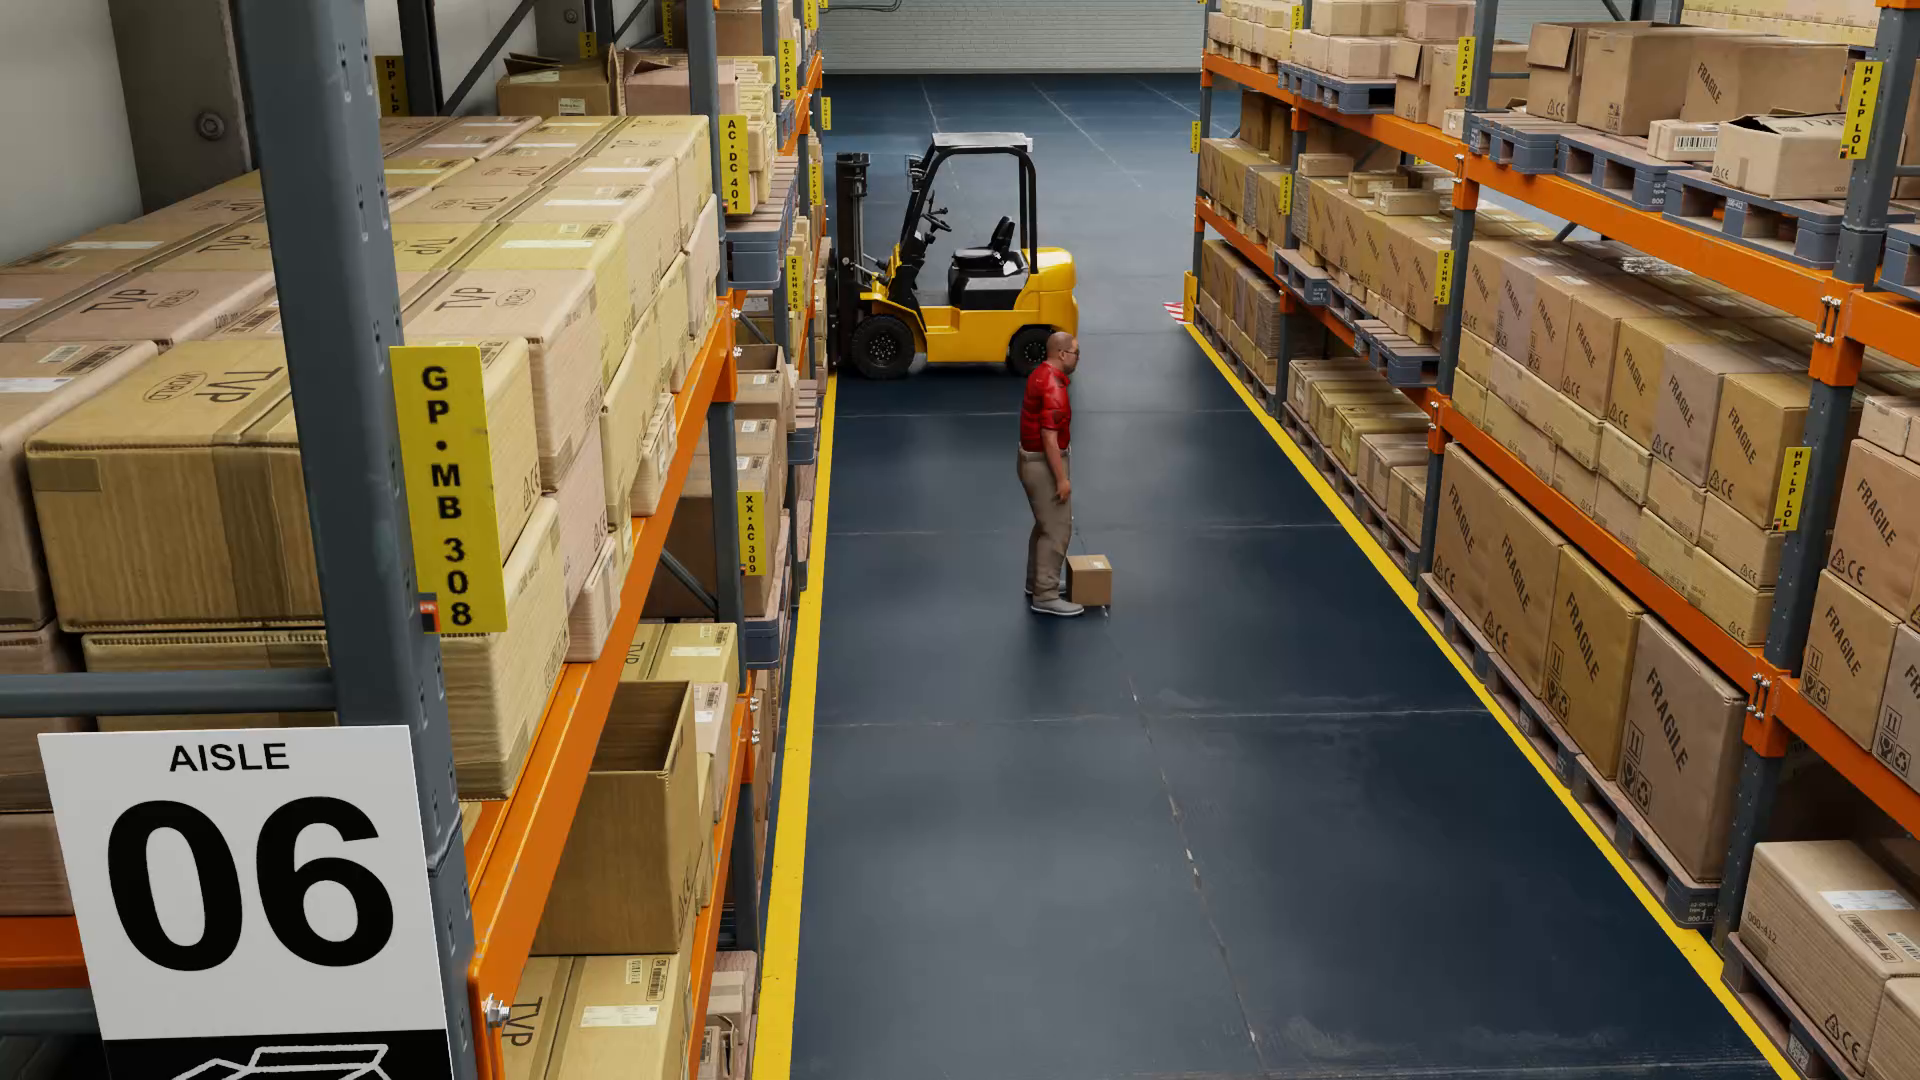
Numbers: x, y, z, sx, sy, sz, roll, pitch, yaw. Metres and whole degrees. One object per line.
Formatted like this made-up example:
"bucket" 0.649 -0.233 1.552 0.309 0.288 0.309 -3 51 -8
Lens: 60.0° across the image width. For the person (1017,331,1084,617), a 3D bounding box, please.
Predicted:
"person" 0.557 -0.429 10.259 0.394 1.726 0.604 -2 20 -6
